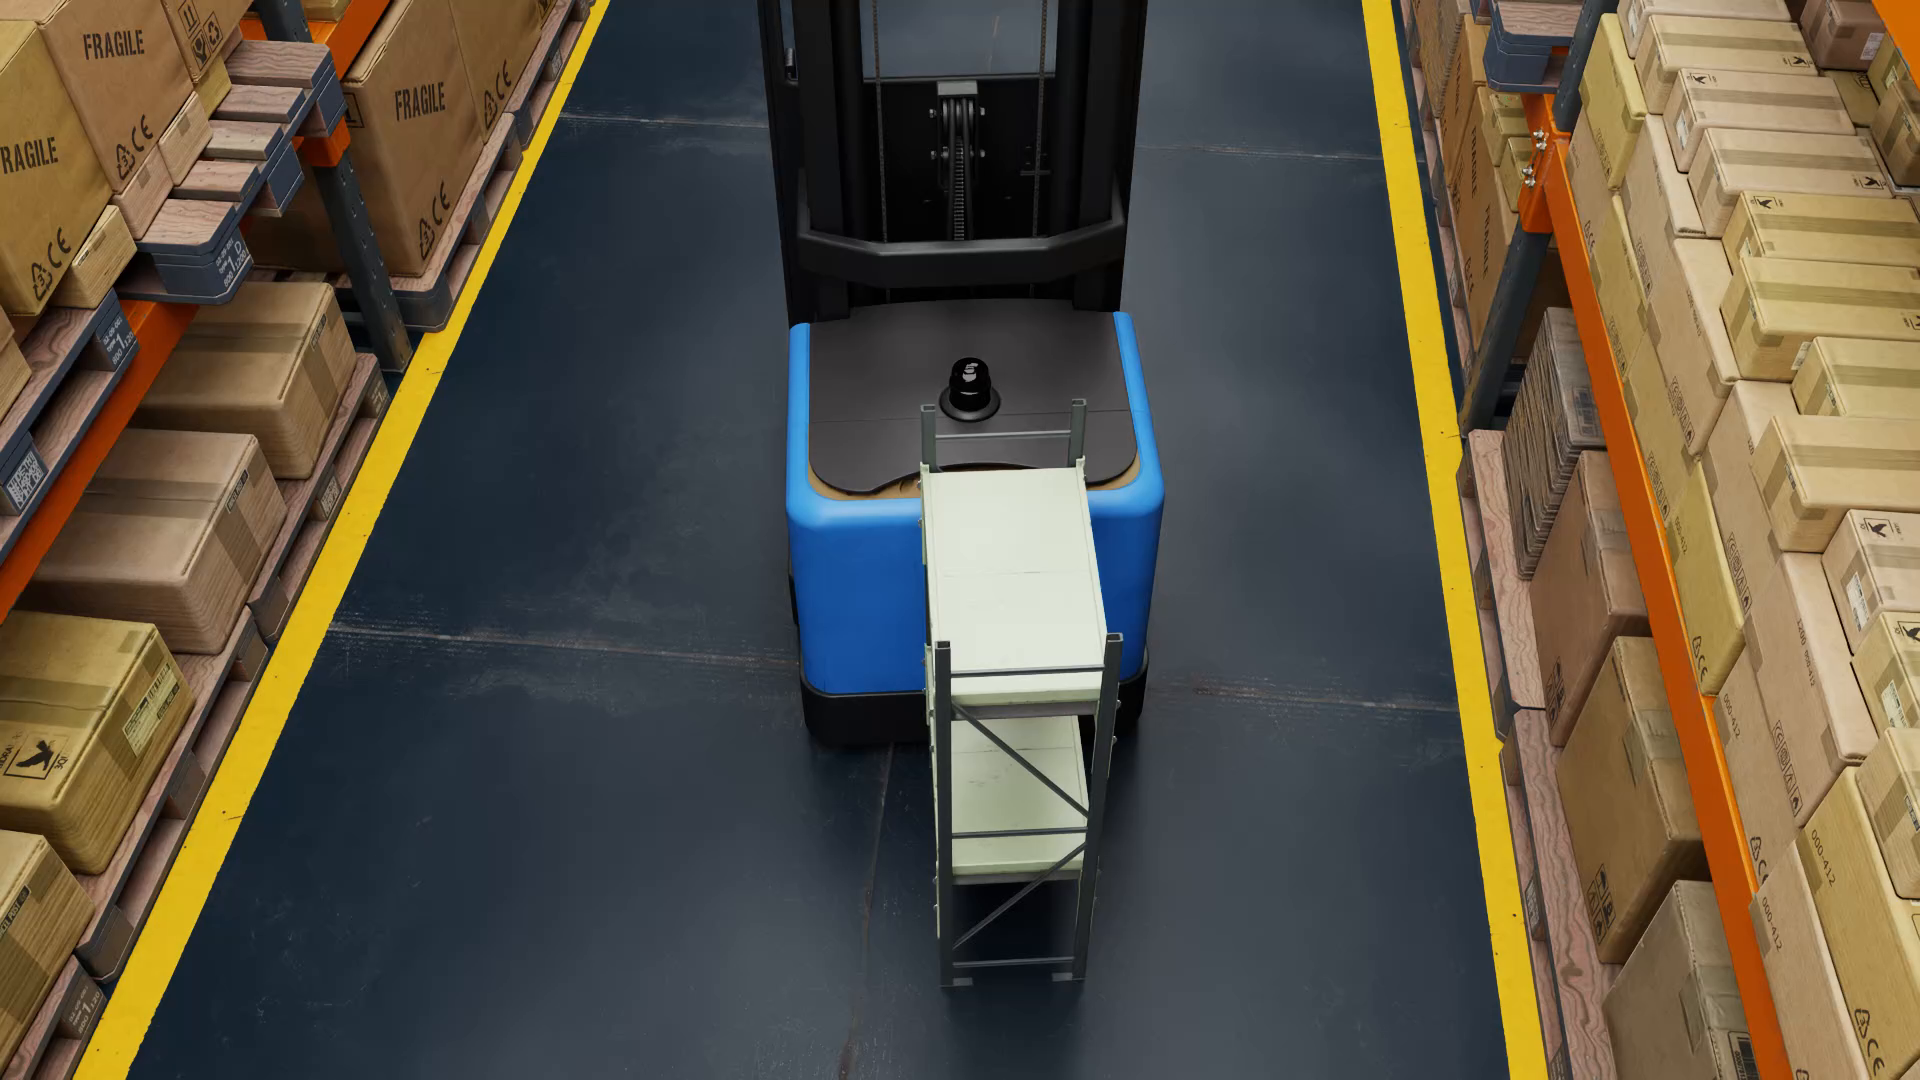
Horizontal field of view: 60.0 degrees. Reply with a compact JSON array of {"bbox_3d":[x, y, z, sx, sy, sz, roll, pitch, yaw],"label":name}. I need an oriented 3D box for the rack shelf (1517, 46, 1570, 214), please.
[{"bbox_3d":[2.518,-2.614,6.596,1.077,0.370,4.000,4,48,4],"label":"rack shelf"}]

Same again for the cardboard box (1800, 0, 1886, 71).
[{"bbox_3d":[2.508,-1.388,4.479,0.380,0.149,0.250,5,48,5],"label":"cardboard box"}]

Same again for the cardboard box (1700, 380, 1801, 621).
[{"bbox_3d":[1.918,-0.068,3.542,0.500,0.250,0.500,4,48,4],"label":"cardboard box"}]

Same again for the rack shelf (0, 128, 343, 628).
[{"bbox_3d":[-2.790,-0.006,4.210,1.077,0.370,4.000,4,48,4],"label":"rack shelf"}]

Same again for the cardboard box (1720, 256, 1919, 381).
[{"bbox_3d":[1.907,-0.477,3.646,0.380,0.149,0.250,5,48,4],"label":"cardboard box"}]

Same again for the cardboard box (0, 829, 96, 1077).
[{"bbox_3d":[-2.864,1.052,4.251,0.950,0.372,0.625,7,48,6],"label":"cardboard box"}]

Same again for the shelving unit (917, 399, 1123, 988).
[{"bbox_3d":[0.126,0.450,4.322,0.431,1.500,0.755,-2,48,-2],"label":"shelving unit"}]

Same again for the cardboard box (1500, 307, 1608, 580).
[{"bbox_3d":[2.266,-0.270,5.289,0.875,0.625,0.625,5,48,5],"label":"cardboard box"}]

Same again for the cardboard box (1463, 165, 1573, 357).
[{"bbox_3d":[2.161,-1.011,6.051,0.500,0.500,0.500,5,48,5],"label":"cardboard box"}]

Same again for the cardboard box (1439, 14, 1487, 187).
[{"bbox_3d":[2.262,-1.763,6.739,0.500,0.500,0.500,6,48,5],"label":"cardboard box"}]

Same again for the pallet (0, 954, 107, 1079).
[{"bbox_3d":[-2.902,1.590,4.153,1.003,0.211,1.213,4,48,4],"label":"pallet"}]

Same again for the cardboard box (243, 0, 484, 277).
[{"bbox_3d":[-2.462,-1.645,6.377,0.875,0.875,0.875,3,48,3],"label":"cardboard box"}]

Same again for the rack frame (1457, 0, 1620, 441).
[{"bbox_3d":[2.336,-1.388,4.986,1.000,3.000,0.127,4,48,4],"label":"rack frame"}]

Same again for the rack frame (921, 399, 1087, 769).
[{"bbox_3d":[0.105,0.180,4.569,0.400,1.500,0.023,-2,48,-2],"label":"rack frame"}]

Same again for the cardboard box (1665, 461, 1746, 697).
[{"bbox_3d":[1.913,0.102,3.726,0.500,0.250,0.500,5,48,5],"label":"cardboard box"}]

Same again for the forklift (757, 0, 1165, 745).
[{"bbox_3d":[-0.035,-1.448,5.088,1.130,2.935,3.031,-2,48,-2],"label":"forklift"}]

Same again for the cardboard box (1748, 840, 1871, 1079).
[{"bbox_3d":[1.797,0.845,3.046,0.500,0.250,0.500,4,48,3],"label":"cardboard box"}]

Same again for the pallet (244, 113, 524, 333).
[{"bbox_3d":[-2.460,-1.352,6.843,1.003,0.211,1.213,4,48,4],"label":"pallet"}]

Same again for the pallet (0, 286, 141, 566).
[{"bbox_3d":[-2.747,-0.197,4.027,1.003,0.211,1.213,4,48,4],"label":"pallet"}]

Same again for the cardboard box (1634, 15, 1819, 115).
[{"bbox_3d":[1.991,-1.230,4.335,0.380,0.149,0.250,5,48,4],"label":"cardboard box"}]

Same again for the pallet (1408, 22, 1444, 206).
[{"bbox_3d":[2.556,-1.887,7.333,1.003,0.211,1.213,4,48,4],"label":"pallet"}]

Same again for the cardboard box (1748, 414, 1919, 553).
[{"bbox_3d":[1.816,-0.108,3.308,0.380,0.149,0.250,3,48,2],"label":"cardboard box"}]

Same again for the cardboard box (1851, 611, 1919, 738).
[{"bbox_3d":[1.840,0.276,2.958,0.380,0.149,0.250,3,48,3],"label":"cardboard box"}]

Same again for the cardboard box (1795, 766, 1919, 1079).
[{"bbox_3d":[1.801,0.677,2.861,0.500,0.250,0.500,3,48,3],"label":"cardboard box"}]

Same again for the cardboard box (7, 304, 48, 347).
[{"bbox_3d":[-2.524,-0.565,4.120,0.380,0.149,0.250,4,48,4],"label":"cardboard box"}]

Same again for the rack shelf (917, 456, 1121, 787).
[{"bbox_3d":[0.126,0.187,4.034,0.431,0.370,0.720,-2,48,-2],"label":"rack shelf"}]

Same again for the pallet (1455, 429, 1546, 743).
[{"bbox_3d":[2.222,0.156,5.464,1.003,0.211,1.213,4,48,4],"label":"pallet"}]

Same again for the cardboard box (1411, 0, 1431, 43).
[{"bbox_3d":[2.344,-2.526,7.437,0.500,0.500,0.500,3,48,2],"label":"cardboard box"}]

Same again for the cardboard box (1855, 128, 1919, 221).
[{"bbox_3d":[2.527,-0.781,4.194,0.500,0.250,0.500,4,48,4],"label":"cardboard box"}]

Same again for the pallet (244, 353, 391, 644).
[{"bbox_3d":[-2.680,-0.203,5.793,1.003,0.211,1.213,4,48,4],"label":"pallet"}]

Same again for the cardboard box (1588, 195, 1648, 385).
[{"bbox_3d":[2.001,-0.658,4.421,0.500,0.250,0.500,3,48,3],"label":"cardboard box"}]

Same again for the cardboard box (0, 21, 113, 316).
[{"bbox_3d":[-2.453,-0.890,3.977,0.500,0.500,0.500,1,48,1],"label":"cardboard box"}]

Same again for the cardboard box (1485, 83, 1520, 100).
[{"bbox_3d":[2.191,-1.678,6.222,0.380,0.149,0.250,2,48,2],"label":"cardboard box"}]

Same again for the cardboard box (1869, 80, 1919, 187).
[{"bbox_3d":[2.511,-1.002,4.126,0.380,0.149,0.250,4,48,3],"label":"cardboard box"}]

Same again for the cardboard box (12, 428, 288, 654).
[{"bbox_3d":[-2.728,-0.016,5.228,0.950,0.372,0.625,3,48,3],"label":"cardboard box"}]

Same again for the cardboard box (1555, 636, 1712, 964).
[{"bbox_3d":[2.153,0.705,4.397,0.875,0.625,0.625,2,48,2],"label":"cardboard box"}]

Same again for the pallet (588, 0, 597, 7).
[{"bbox_3d":[-2.238,-3.145,8.483,1.003,0.211,1.213,4,48,4],"label":"pallet"}]

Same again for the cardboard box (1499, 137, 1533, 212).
[{"bbox_3d":[2.129,-1.285,5.862,0.380,0.149,0.250,2,48,2],"label":"cardboard box"}]

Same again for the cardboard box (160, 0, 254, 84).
[{"bbox_3d":[-2.372,-1.642,4.665,0.500,0.500,0.500,3,48,2],"label":"cardboard box"}]

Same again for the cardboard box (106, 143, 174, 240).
[{"bbox_3d":[-2.364,-0.944,4.467,0.380,0.149,0.250,2,48,2],"label":"cardboard box"}]

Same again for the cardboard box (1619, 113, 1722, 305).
[{"bbox_3d":[2.006,-0.828,4.238,0.500,0.250,0.500,5,48,5],"label":"cardboard box"}]

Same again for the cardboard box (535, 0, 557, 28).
[{"bbox_3d":[-2.294,-2.957,7.577,0.875,0.875,0.875,5,48,5],"label":"cardboard box"}]

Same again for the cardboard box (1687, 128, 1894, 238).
[{"bbox_3d":[1.982,-0.846,3.984,0.380,0.149,0.250,4,48,4],"label":"cardboard box"}]

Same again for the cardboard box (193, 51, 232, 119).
[{"bbox_3d":[-2.355,-1.317,4.807,0.380,0.149,0.250,5,48,4],"label":"cardboard box"}]
